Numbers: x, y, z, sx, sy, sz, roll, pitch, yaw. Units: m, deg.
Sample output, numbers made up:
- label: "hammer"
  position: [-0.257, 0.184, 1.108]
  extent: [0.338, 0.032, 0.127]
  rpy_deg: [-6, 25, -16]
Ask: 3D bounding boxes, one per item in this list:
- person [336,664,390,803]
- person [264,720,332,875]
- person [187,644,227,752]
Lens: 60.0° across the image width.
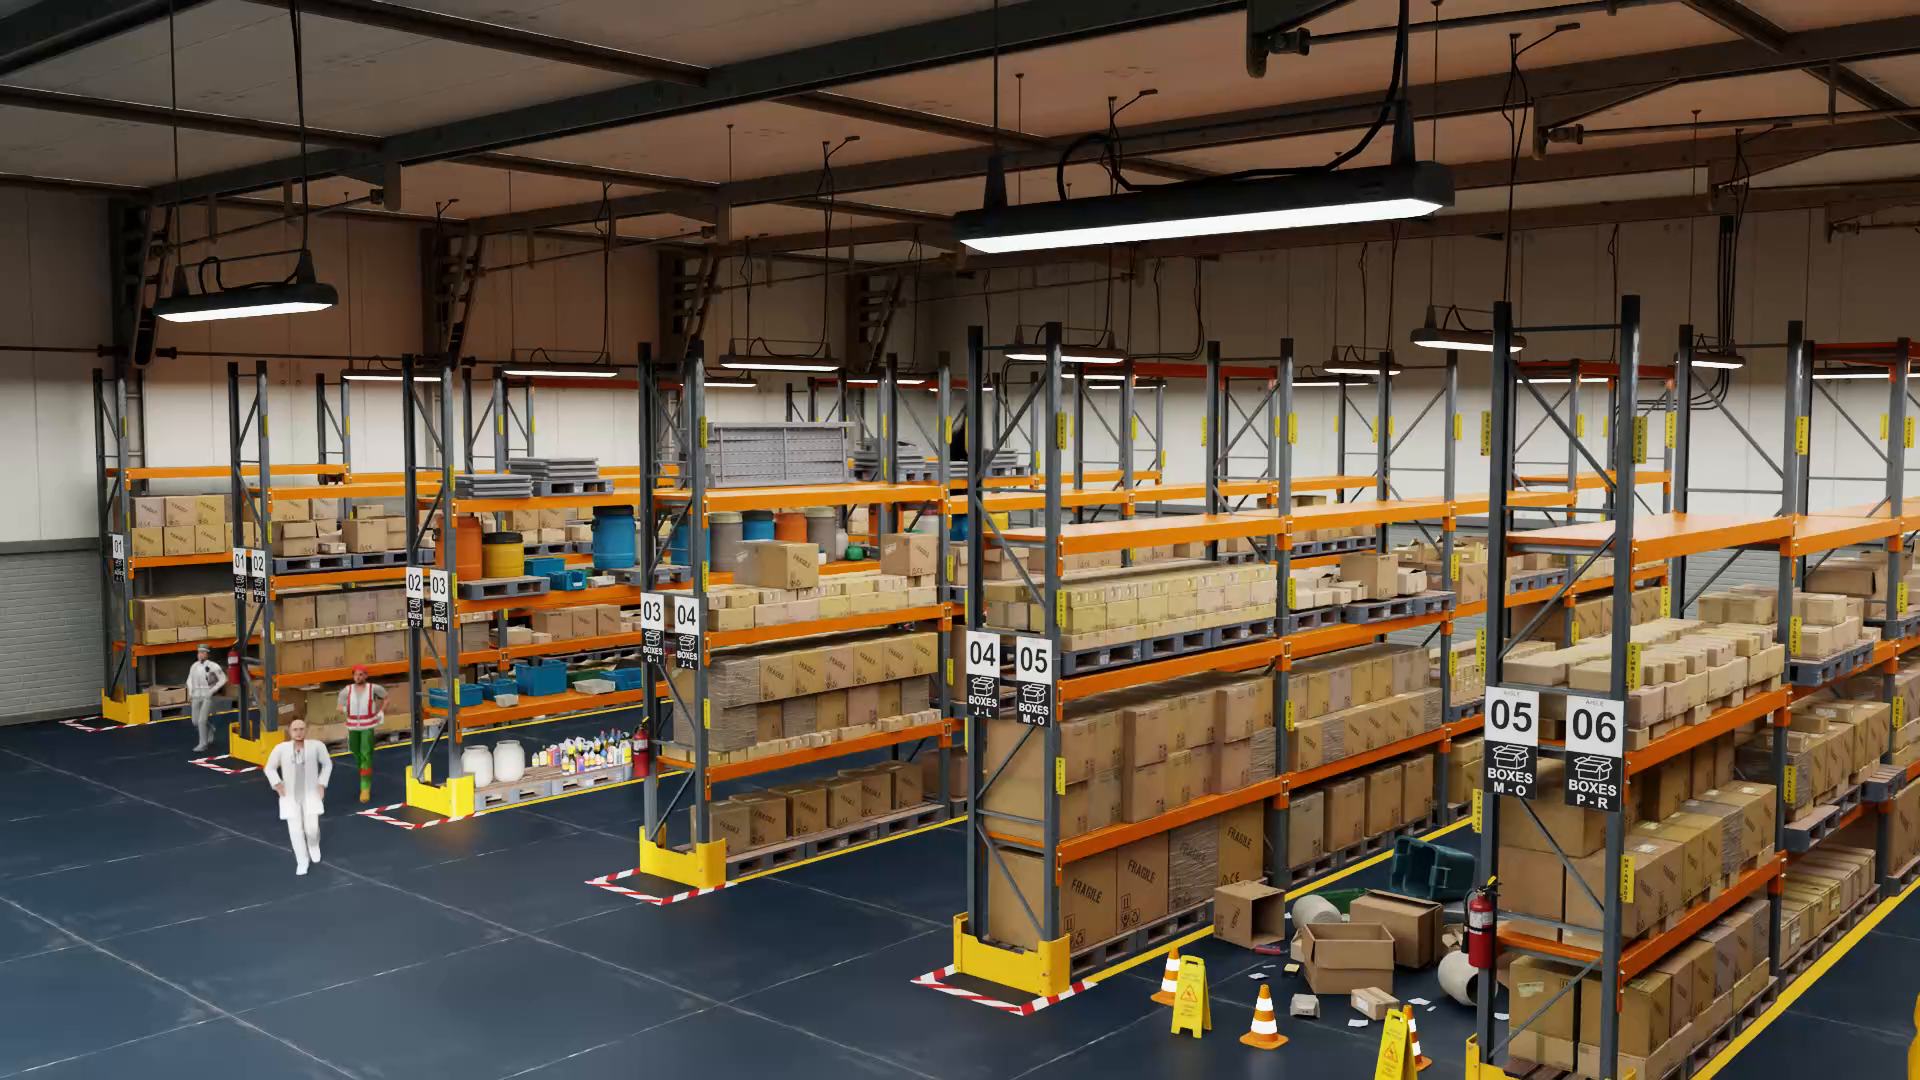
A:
- label: "person"
  position: [-8.141, 2.598, 22.631]
  extent: [0.640, 1.839, 0.782]
  rpy_deg: [0, 4, -3]
- label: "person"
  position: [-7.520, 2.905, 18.917]
  extent: [0.718, 1.743, 0.636]
  rpy_deg: [-1, 4, -19]
- label: "person"
  position: [-11.749, 2.433, 25.922]
  extent: [0.620, 1.663, 0.628]
  rpy_deg: [1, 4, 8]
